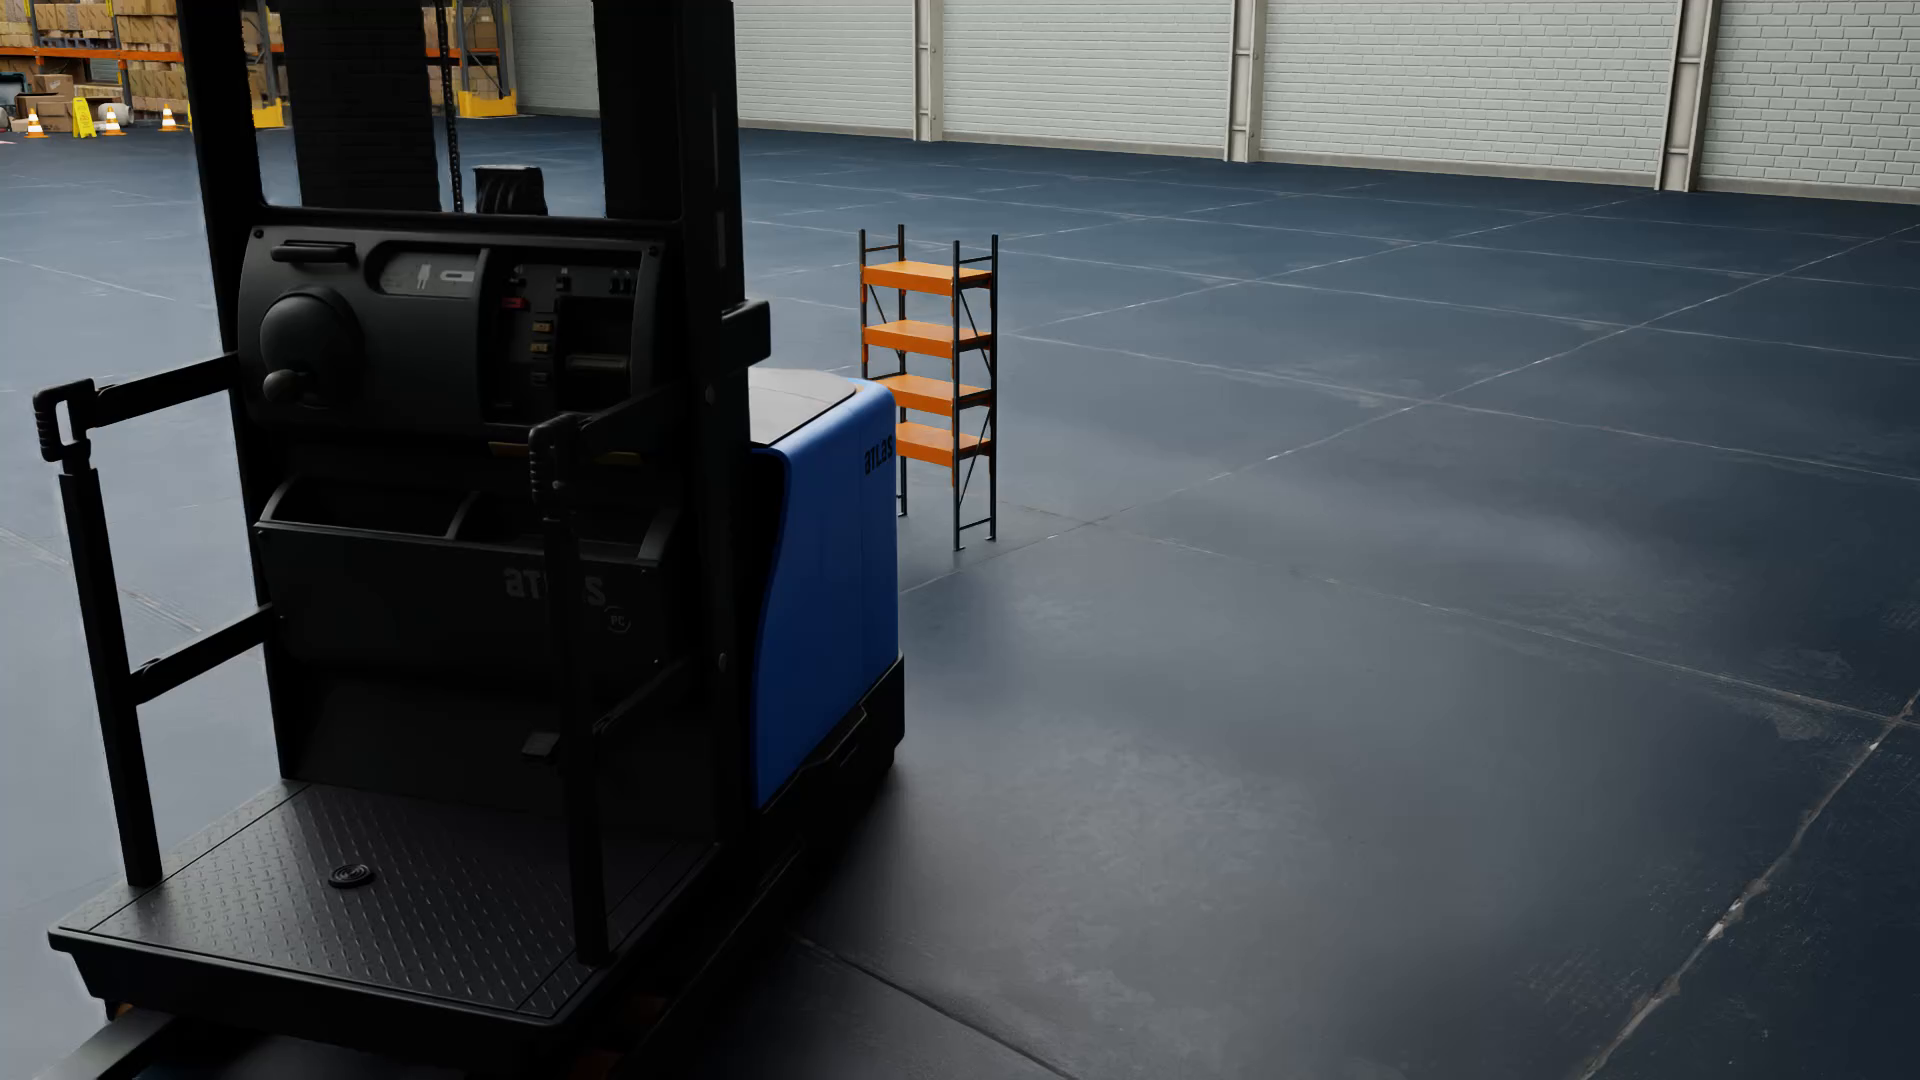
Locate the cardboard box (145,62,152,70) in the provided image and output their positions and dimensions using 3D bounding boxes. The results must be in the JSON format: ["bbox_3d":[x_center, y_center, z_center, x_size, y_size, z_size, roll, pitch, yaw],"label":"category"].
[{"bbox_3d":[-15.155,-8.957,31.414,0.250,0.149,0.380,16,24,41],"label":"cardboard box"}]

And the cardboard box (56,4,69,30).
[{"bbox_3d":[-17.869,-10.563,33.586,0.500,0.500,0.500,16,23,40],"label":"cardboard box"}]

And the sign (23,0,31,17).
[{"bbox_3d":[-19.214,-10.950,34.243,0.005,0.325,0.100,15,23,39],"label":"sign"}]

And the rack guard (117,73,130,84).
[{"bbox_3d":[-21.482,-12.048,43.748,0.348,0.500,1.175,15,23,39],"label":"rack guard"}]

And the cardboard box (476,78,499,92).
[{"bbox_3d":[-9.786,-9.311,34.018,0.500,0.250,0.500,16,23,40],"label":"cardboard box"}]

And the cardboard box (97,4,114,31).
[{"bbox_3d":[-16.354,-10.152,32.290,0.500,0.500,0.500,15,23,38],"label":"cardboard box"}]

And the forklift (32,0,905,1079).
[{"bbox_3d":[-1.066,-0.413,3.069,1.130,2.935,3.031,5,18,16],"label":"forklift"}]

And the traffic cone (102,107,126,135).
[{"bbox_3d":[-14.524,-7.184,28.484,0.334,0.463,0.336,15,23,39],"label":"traffic cone"}]

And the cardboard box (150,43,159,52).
[{"bbox_3d":[-14.883,-9.207,31.079,0.250,0.149,0.380,15,23,40],"label":"cardboard box"}]

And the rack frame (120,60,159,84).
[{"bbox_3d":[-21.539,-13.255,43.418,0.127,3.000,1.000,15,23,39],"label":"rack frame"}]

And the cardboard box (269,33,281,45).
[{"bbox_3d":[-15.386,-11.433,37.924,0.500,0.250,0.500,15,23,39],"label":"cardboard box"}]

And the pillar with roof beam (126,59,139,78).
[{"bbox_3d":[-25.815,-15.885,41.790,0.400,9.000,9.100,15,23,39],"label":"pillar with roof beam"}]

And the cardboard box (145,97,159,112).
[{"bbox_3d":[-15.187,-8.327,31.742,0.500,0.250,0.500,17,24,42],"label":"cardboard box"}]

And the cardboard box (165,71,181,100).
[{"bbox_3d":[-14.402,-8.474,30.966,0.500,0.500,0.500,14,23,38],"label":"cardboard box"}]

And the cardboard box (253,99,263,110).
[{"bbox_3d":[-13.284,-8.032,30.814,0.500,0.250,0.500,15,23,39],"label":"cardboard box"}]

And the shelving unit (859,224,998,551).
[{"bbox_3d":[-0.124,-0.605,6.535,0.503,1.200,0.258,15,23,39],"label":"shelving unit"}]

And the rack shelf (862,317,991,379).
[{"bbox_3d":[-0.124,-0.754,6.488,0.480,0.148,0.258,15,23,39],"label":"rack shelf"}]

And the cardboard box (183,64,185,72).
[{"bbox_3d":[-13.956,-8.635,30.400,0.250,0.149,0.380,16,24,41],"label":"cardboard box"}]

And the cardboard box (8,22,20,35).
[{"bbox_3d":[-19.764,-10.833,35.210,0.500,0.250,0.500,14,23,38],"label":"cardboard box"}]

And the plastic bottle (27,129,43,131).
[{"bbox_3d":[-16.210,-7.167,29.094,0.283,0.061,0.133,7,19,21],"label":"plastic bottle"}]

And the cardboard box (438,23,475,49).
[{"bbox_3d":[-10.115,-10.129,33.404,0.500,0.500,0.500,14,23,38],"label":"cardboard box"}]

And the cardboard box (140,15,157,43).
[{"bbox_3d":[-14.954,-9.560,31.120,0.500,0.500,0.500,15,23,39],"label":"cardboard box"}]

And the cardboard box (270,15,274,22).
[{"bbox_3d":[-15.513,-11.875,37.832,0.250,0.149,0.380,16,24,41],"label":"cardboard box"}]

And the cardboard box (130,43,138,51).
[{"bbox_3d":[-15.610,-9.427,31.772,0.250,0.149,0.380,16,24,41],"label":"cardboard box"}]

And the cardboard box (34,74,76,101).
[{"bbox_3d":[-17.015,-8.482,31.261,0.500,0.500,0.500,15,23,39],"label":"cardboard box"}]

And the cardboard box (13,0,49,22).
[{"bbox_3d":[-19.408,-11.093,34.790,0.500,0.500,0.500,14,23,38],"label":"cardboard box"}]

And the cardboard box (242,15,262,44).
[{"bbox_3d":[-13.034,-9.266,30.192,0.500,0.500,0.500,15,23,38],"label":"cardboard box"}]

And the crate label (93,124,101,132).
[{"bbox_3d":[-15.154,-7.173,28.986,0.298,0.136,0.250,4,18,11],"label":"crate label"}]

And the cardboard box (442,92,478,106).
[{"bbox_3d":[-10.133,-8.955,33.720,0.500,0.250,0.500,15,23,40],"label":"cardboard box"}]

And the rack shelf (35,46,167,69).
[{"bbox_3d":[-17.352,-9.780,33.659,4.000,0.370,1.077,15,23,39],"label":"rack shelf"}]

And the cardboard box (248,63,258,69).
[{"bbox_3d":[-16.486,-11.119,39.054,0.250,0.149,0.380,14,22,37],"label":"cardboard box"}]

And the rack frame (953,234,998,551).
[{"bbox_3d":[0.059,-0.556,6.381,0.015,1.200,0.240,15,23,39],"label":"rack frame"}]

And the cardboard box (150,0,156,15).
[{"bbox_3d":[-14.495,-9.952,30.700,0.500,0.500,0.700,15,23,39],"label":"cardboard box"}]

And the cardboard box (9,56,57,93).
[{"bbox_3d":[-19.973,-10.050,36.137,0.875,0.875,0.875,15,23,40],"label":"cardboard box"}]

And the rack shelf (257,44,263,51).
[{"bbox_3d":[-17.052,-11.707,39.731,4.000,0.370,1.077,15,23,39],"label":"rack shelf"}]

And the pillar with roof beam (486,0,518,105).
[{"bbox_3d":[-12.352,-12.271,30.402,0.400,9.000,9.100,15,23,39],"label":"pillar with roof beam"}]

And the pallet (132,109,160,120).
[{"bbox_3d":[-15.330,-8.266,32.307,1.213,0.211,1.003,15,23,39],"label":"pallet"}]

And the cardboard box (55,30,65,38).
[{"bbox_3d":[-18.173,-10.308,33.854,0.250,0.149,0.380,15,23,40],"label":"cardboard box"}]

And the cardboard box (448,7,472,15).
[{"bbox_3d":[-9.980,-10.565,33.213,0.250,0.149,0.380,15,23,39],"label":"cardboard box"}]

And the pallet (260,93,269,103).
[{"bbox_3d":[-16.089,-10.478,39.278,1.213,0.211,1.003,15,23,39],"label":"pallet"}]

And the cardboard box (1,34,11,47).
[{"bbox_3d":[-20.157,-10.700,35.615,0.500,0.250,0.500,15,23,39],"label":"cardboard box"}]

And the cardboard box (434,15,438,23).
[{"bbox_3d":[-10.382,-10.516,33.550,0.250,0.149,0.380,16,23,40],"label":"cardboard box"}]

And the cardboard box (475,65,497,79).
[{"bbox_3d":[-9.806,-9.548,33.935,0.500,0.250,0.500,15,23,38],"label":"cardboard box"}]

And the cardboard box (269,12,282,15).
[{"bbox_3d":[-15.837,-12.035,38.715,0.500,0.500,0.500,16,24,42],"label":"cardboard box"}]

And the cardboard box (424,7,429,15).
[{"bbox_3d":[-10.804,-10.748,33.790,0.250,0.149,0.380,16,23,41],"label":"cardboard box"}]

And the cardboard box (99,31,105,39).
[{"bbox_3d":[-16.610,-9.900,32.568,0.250,0.149,0.380,14,22,38],"label":"cardboard box"}]

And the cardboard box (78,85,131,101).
[{"bbox_3d":[-17.311,-9.057,33.840,0.625,0.372,0.950,16,24,41],"label":"cardboard box"}]
